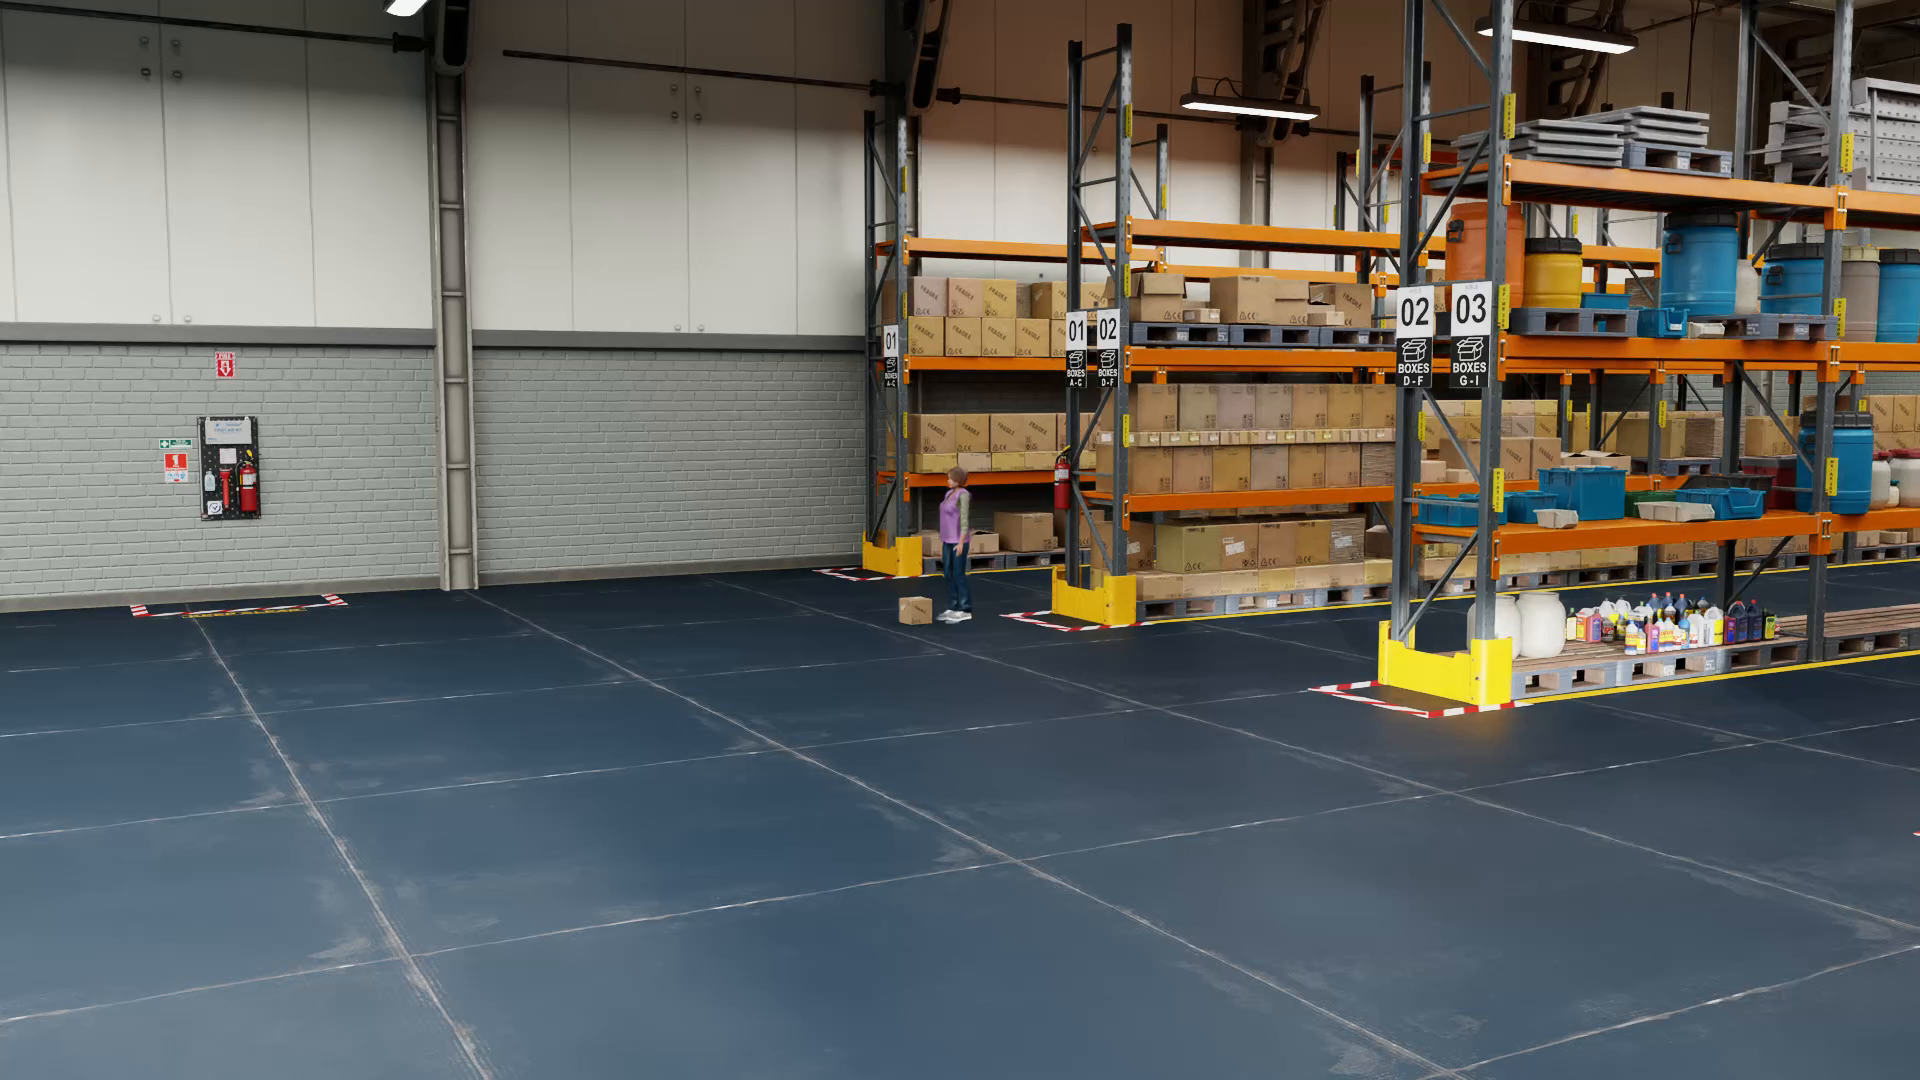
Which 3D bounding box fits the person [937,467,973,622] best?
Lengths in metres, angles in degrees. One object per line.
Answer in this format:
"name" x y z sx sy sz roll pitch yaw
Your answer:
"person" -0.039 0.039 17.232 0.311 1.601 0.405 -3 6 -27
